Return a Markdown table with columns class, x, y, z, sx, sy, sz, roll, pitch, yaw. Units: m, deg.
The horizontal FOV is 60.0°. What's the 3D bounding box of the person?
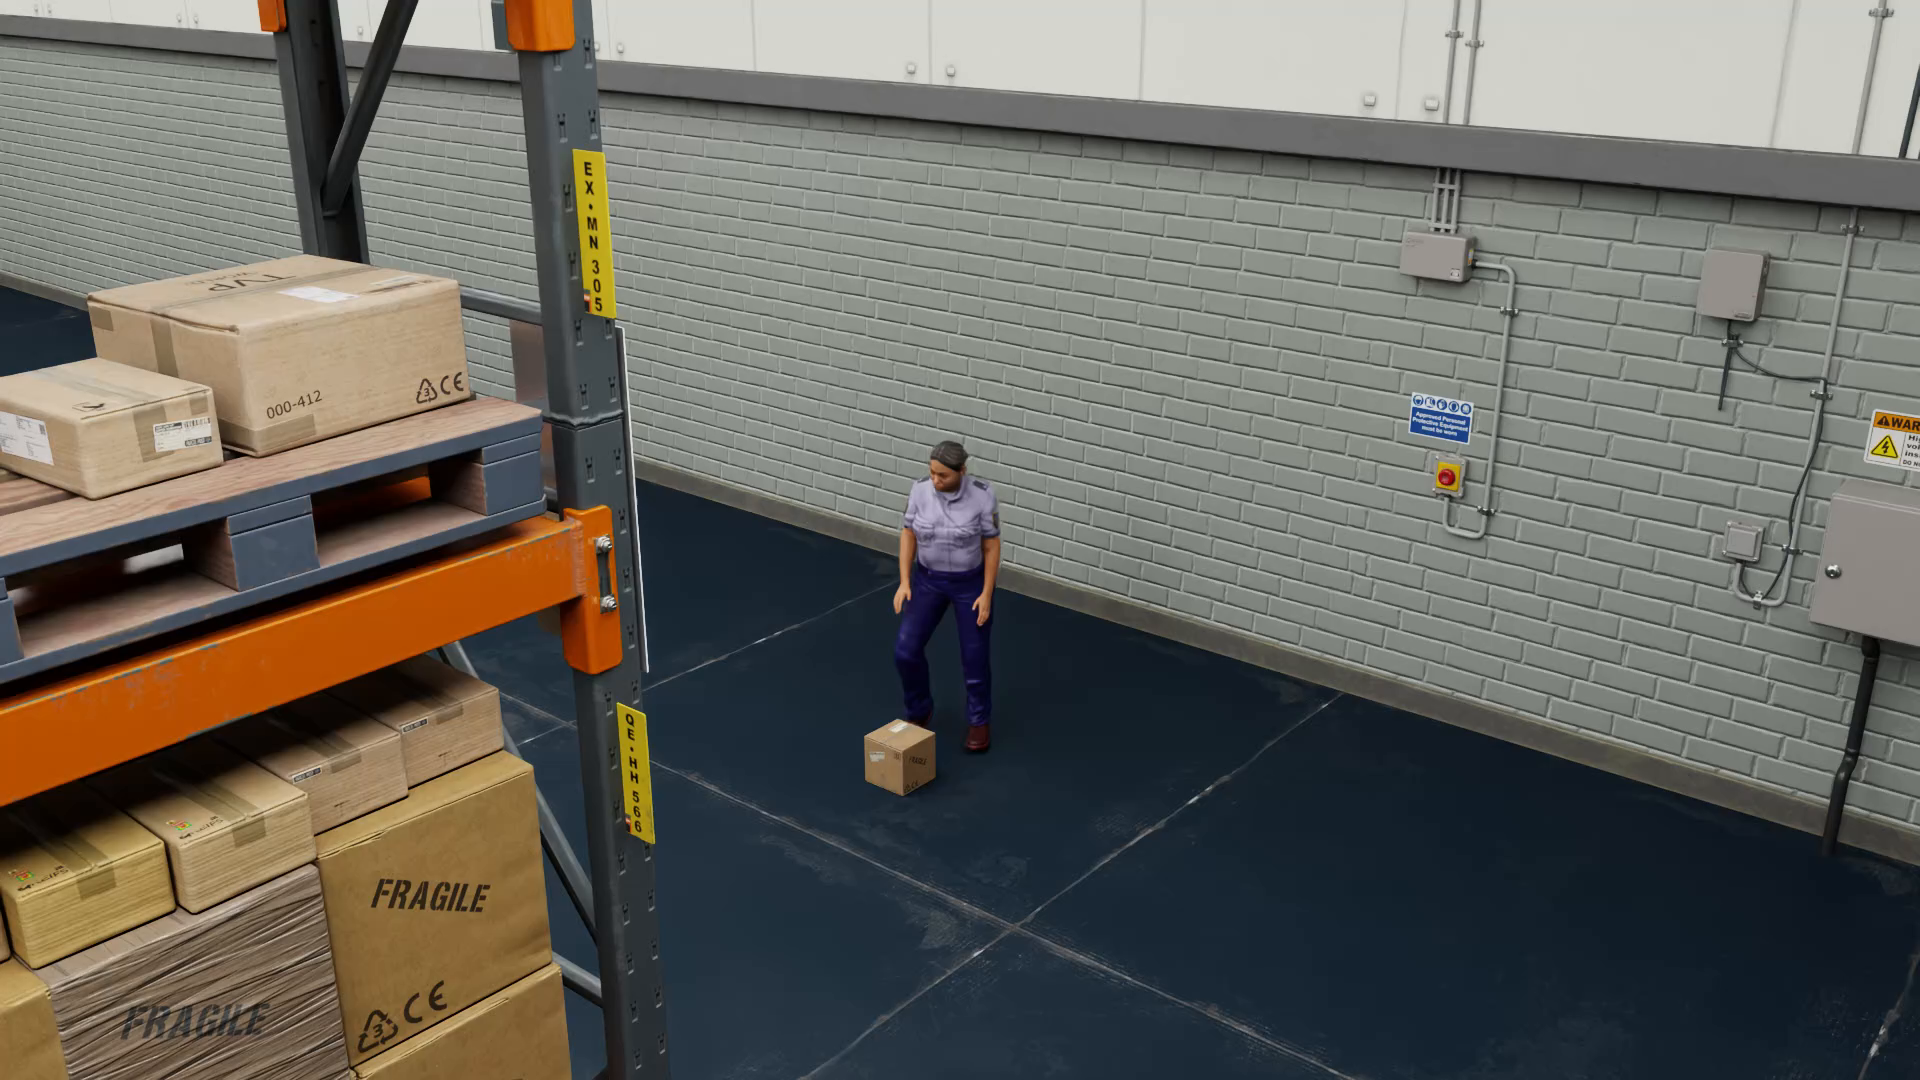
| class | x | y | z | sx | sy | sz | roll | pitch | yaw |
| --- | --- | --- | --- | --- | --- | --- | --- | --- | --- |
| person | -0.055 | 0.286 | 8.391 | 0.536 | 1.701 | 0.426 | 5 | 21 | 12 |
